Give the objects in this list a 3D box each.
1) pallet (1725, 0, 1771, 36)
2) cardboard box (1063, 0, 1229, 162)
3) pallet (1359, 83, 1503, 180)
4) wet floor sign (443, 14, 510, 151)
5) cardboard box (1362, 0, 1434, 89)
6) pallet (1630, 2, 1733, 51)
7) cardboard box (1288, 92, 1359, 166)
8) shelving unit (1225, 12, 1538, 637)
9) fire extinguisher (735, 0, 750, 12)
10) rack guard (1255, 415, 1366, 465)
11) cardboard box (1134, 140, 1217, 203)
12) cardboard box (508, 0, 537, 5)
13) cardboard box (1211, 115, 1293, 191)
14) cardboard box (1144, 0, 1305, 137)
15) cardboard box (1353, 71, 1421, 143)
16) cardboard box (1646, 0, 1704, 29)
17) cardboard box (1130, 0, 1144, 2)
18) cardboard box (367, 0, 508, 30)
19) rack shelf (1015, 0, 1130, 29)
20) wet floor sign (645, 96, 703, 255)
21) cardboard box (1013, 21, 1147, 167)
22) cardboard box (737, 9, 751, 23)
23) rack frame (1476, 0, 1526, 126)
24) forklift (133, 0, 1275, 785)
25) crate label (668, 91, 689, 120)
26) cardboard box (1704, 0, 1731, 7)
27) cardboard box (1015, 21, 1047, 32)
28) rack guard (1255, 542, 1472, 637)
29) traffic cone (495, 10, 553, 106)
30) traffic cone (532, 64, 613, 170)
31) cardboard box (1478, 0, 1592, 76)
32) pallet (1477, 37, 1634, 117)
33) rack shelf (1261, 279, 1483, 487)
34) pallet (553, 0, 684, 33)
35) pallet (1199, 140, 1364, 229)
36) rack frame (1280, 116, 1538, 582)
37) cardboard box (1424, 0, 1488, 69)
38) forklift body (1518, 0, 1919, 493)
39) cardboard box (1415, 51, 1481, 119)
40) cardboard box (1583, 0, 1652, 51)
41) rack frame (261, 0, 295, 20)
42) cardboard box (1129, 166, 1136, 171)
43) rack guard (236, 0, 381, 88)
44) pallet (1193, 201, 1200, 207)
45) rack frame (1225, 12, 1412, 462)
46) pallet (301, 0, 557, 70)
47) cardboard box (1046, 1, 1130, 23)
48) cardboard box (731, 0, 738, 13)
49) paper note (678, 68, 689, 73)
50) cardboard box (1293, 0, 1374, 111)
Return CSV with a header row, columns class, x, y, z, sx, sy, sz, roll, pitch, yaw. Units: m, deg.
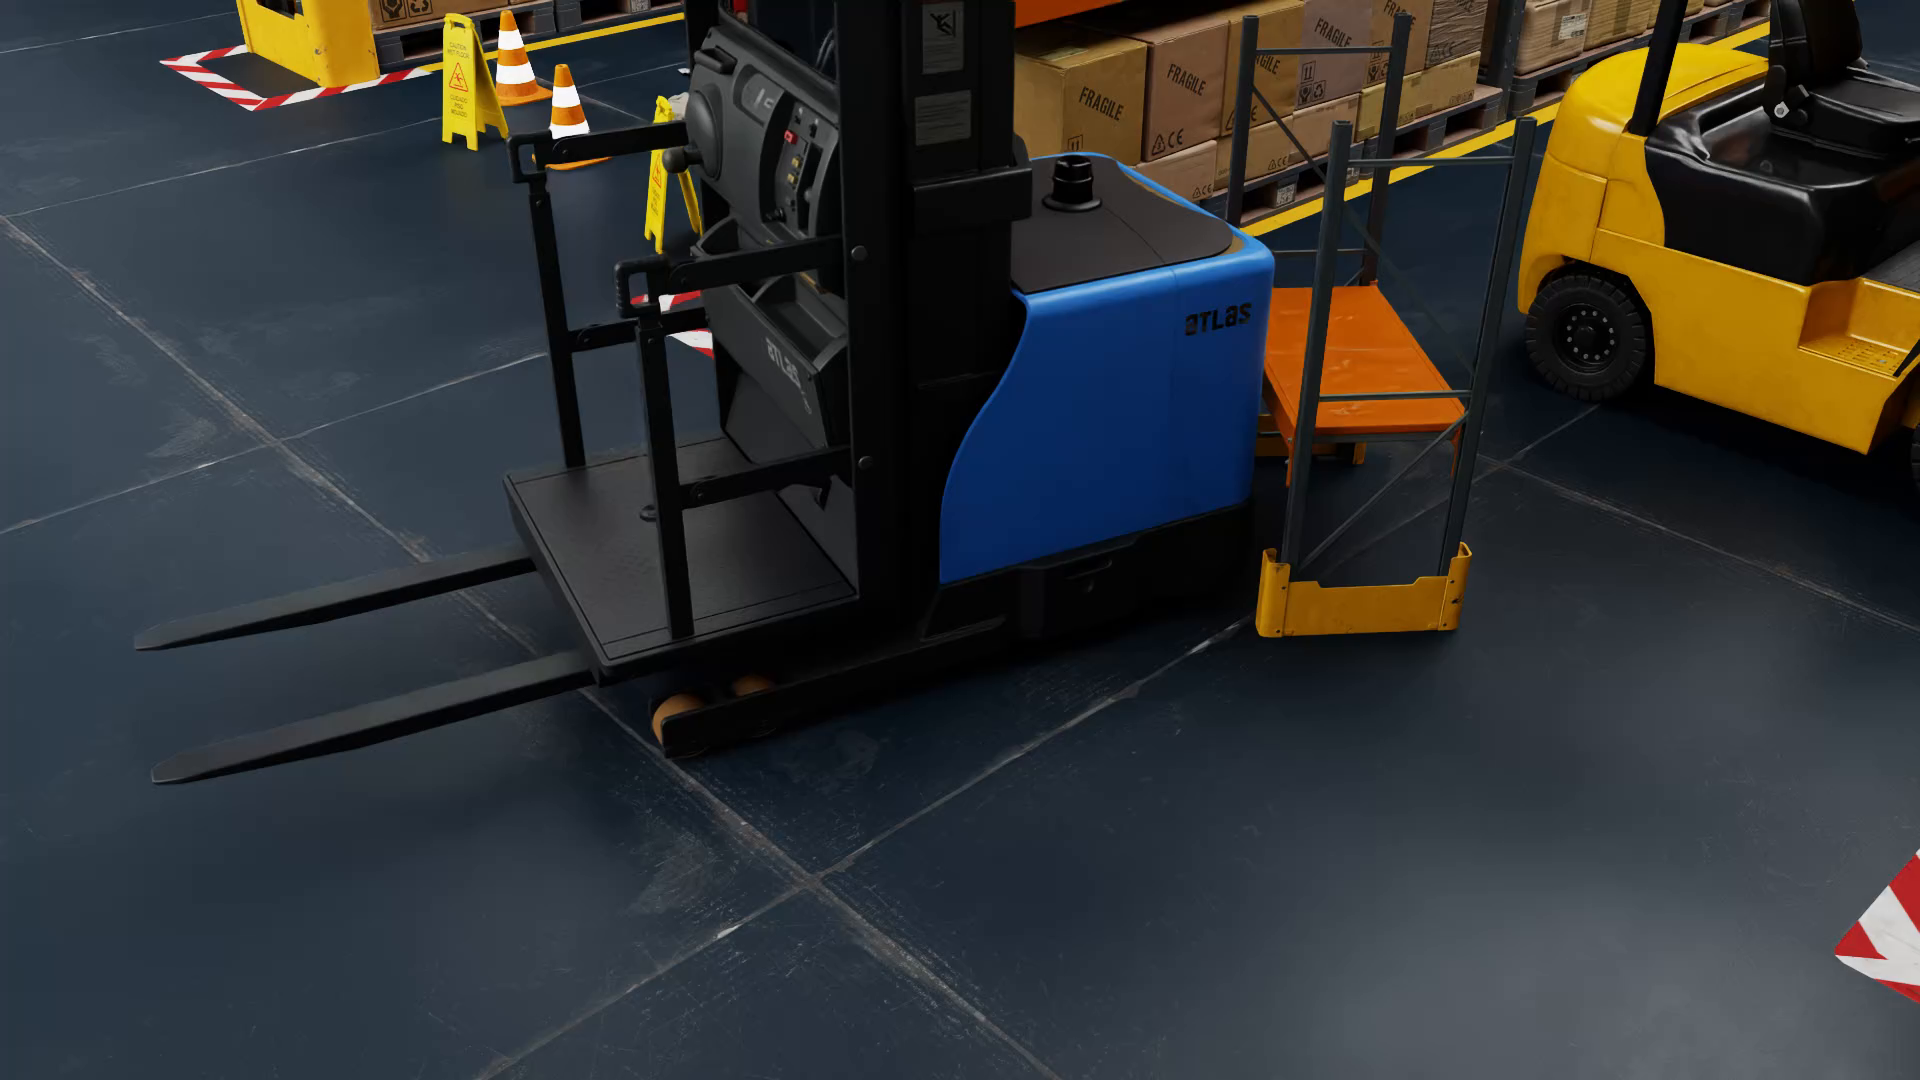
class,x,y,z,sx,sy,sz,roll,pitch,yaw
pallet,4.897,-3.639,10.998,1.213,0.211,1.003,-26,40,-35
cardboard box,0.782,-1.969,7.110,0.500,0.500,0.500,-28,41,-37
pallet,2.070,-2.245,8.719,1.213,0.211,1.003,-26,40,-35
wet floor sign,-2.510,-2.353,8.479,0.267,0.644,0.232,22,37,31
cardboard box,1.915,-2.519,8.008,0.500,0.500,0.500,-25,39,-35
pallet,4.003,-3.208,10.294,1.213,0.211,1.003,-26,40,-35
cardboard box,1.528,-2.008,7.892,0.500,0.250,0.500,-25,39,-35
shelving unit,1.120,-0.650,4.876,0.587,1.500,1.083,-2,32,-3
fire extinguisher,-0.792,-2.370,6.325,0.183,0.674,0.296,-26,40,-35
rack guard,1.085,-0.376,5.625,0.587,0.250,0.087,-2,32,-3
cardboard box,0.764,-1.632,7.277,0.500,0.250,0.500,-24,39,-34
cardboard box,-2.739,-3.976,10.512,0.875,0.875,0.875,-27,40,-36
cardboard box,1.155,-1.830,7.601,0.500,0.250,0.500,-23,38,-32
cardboard box,1.155,-2.144,7.396,0.500,0.500,0.500,-25,39,-35
cardboard box,1.904,-2.187,8.184,0.500,0.250,0.500,-27,41,-37
cardboard box,3.954,-3.435,10.108,0.625,0.372,0.950,-24,39,-34
cardboard box,0.770,-2.340,7.716,0.500,0.500,0.500,-27,40,-36
cardboard box,-3.383,-3.664,10.000,0.875,0.875,0.875,-26,40,-35
rack shelf,1.071,-2.670,7.430,4.000,0.370,1.077,-26,40,-35
wet floor sign,-1.262,-1.605,7.256,0.232,0.644,0.267,-12,34,-19
cardboard box,0.401,-1.782,6.804,0.500,0.500,0.500,-27,41,-37
cardboard box,-0.829,-2.794,9.336,0.797,0.503,0.637,4,32,6
rack frame,2.538,-3.686,8.403,0.127,3.000,1.000,-26,40,-35
forklift,-0.683,-0.999,4.074,3.031,2.935,1.130,-15,34,-22
crate label,-1.427,-2.299,8.878,0.250,0.136,0.298,9,33,15
cardboard box,4.514,-3.702,10.545,0.625,0.372,0.950,-27,40,-36
cardboard box,0.015,-1.977,7.123,0.500,0.500,0.500,-26,40,-35
rack guard,1.155,0.142,4.778,0.587,0.250,0.087,-2,32,-3
traffic cone,-2.480,-2.688,9.202,0.334,0.463,0.336,-26,40,-35
traffic cone,-1.961,-2.135,8.298,0.334,0.463,0.336,-26,40,-35
cardboard box,2.921,-2.931,9.285,0.625,0.372,0.950,-25,39,-35
pallet,3.108,-2.773,9.583,1.213,0.211,1.003,-26,40,-35
rack shelf,1.121,-0.492,4.962,0.538,0.185,1.000,-2,32,-3
pallet,-2.407,-3.679,11.065,1.213,0.211,1.003,-26,40,-35
pallet,1.175,-1.810,8.007,1.213,0.211,1.003,-26,40,-35
rack frame,1.156,-0.381,4.435,0.500,1.500,0.032,-2,32,-3
cardboard box,2.287,-2.700,8.304,0.500,0.500,0.500,-26,40,-36
forklift body,3.133,-1.378,5.442,1.214,2.155,2.313,-26,40,-35
cardboard box,2.287,-2.380,8.499,0.500,0.250,0.500,-24,39,-33
cardboard box,3.446,-3.187,9.704,0.625,0.372,0.950,-23,38,-33
rack frame,-3.835,-4.125,9.121,0.127,3.000,1.000,-26,40,-35
cardboard box,0.384,-1.454,6.985,0.500,0.250,0.500,-26,40,-36
rack guard,-3.852,-3.050,9.759,0.348,0.500,1.175,-26,40,-35
pallet,0.280,-1.379,7.303,1.213,0.211,1.003,-26,40,-35
rack frame,1.085,-0.910,5.300,0.500,1.500,0.032,-2,32,-3
pallet,-3.302,-3.249,10.361,1.213,0.211,1.003,-26,40,-35
cardboard box,0.395,-2.164,7.427,0.500,0.500,0.500,-24,39,-34
cardboard box,-1.342,-3.535,10.550,0.500,0.500,0.500,-19,36,-28
paper note,-1.561,-2.750,9.719,0.142,0.017,0.144,-12,34,-19
cardboard box,1.541,-2.337,7.711,0.500,0.500,0.500,-23,39,-33
